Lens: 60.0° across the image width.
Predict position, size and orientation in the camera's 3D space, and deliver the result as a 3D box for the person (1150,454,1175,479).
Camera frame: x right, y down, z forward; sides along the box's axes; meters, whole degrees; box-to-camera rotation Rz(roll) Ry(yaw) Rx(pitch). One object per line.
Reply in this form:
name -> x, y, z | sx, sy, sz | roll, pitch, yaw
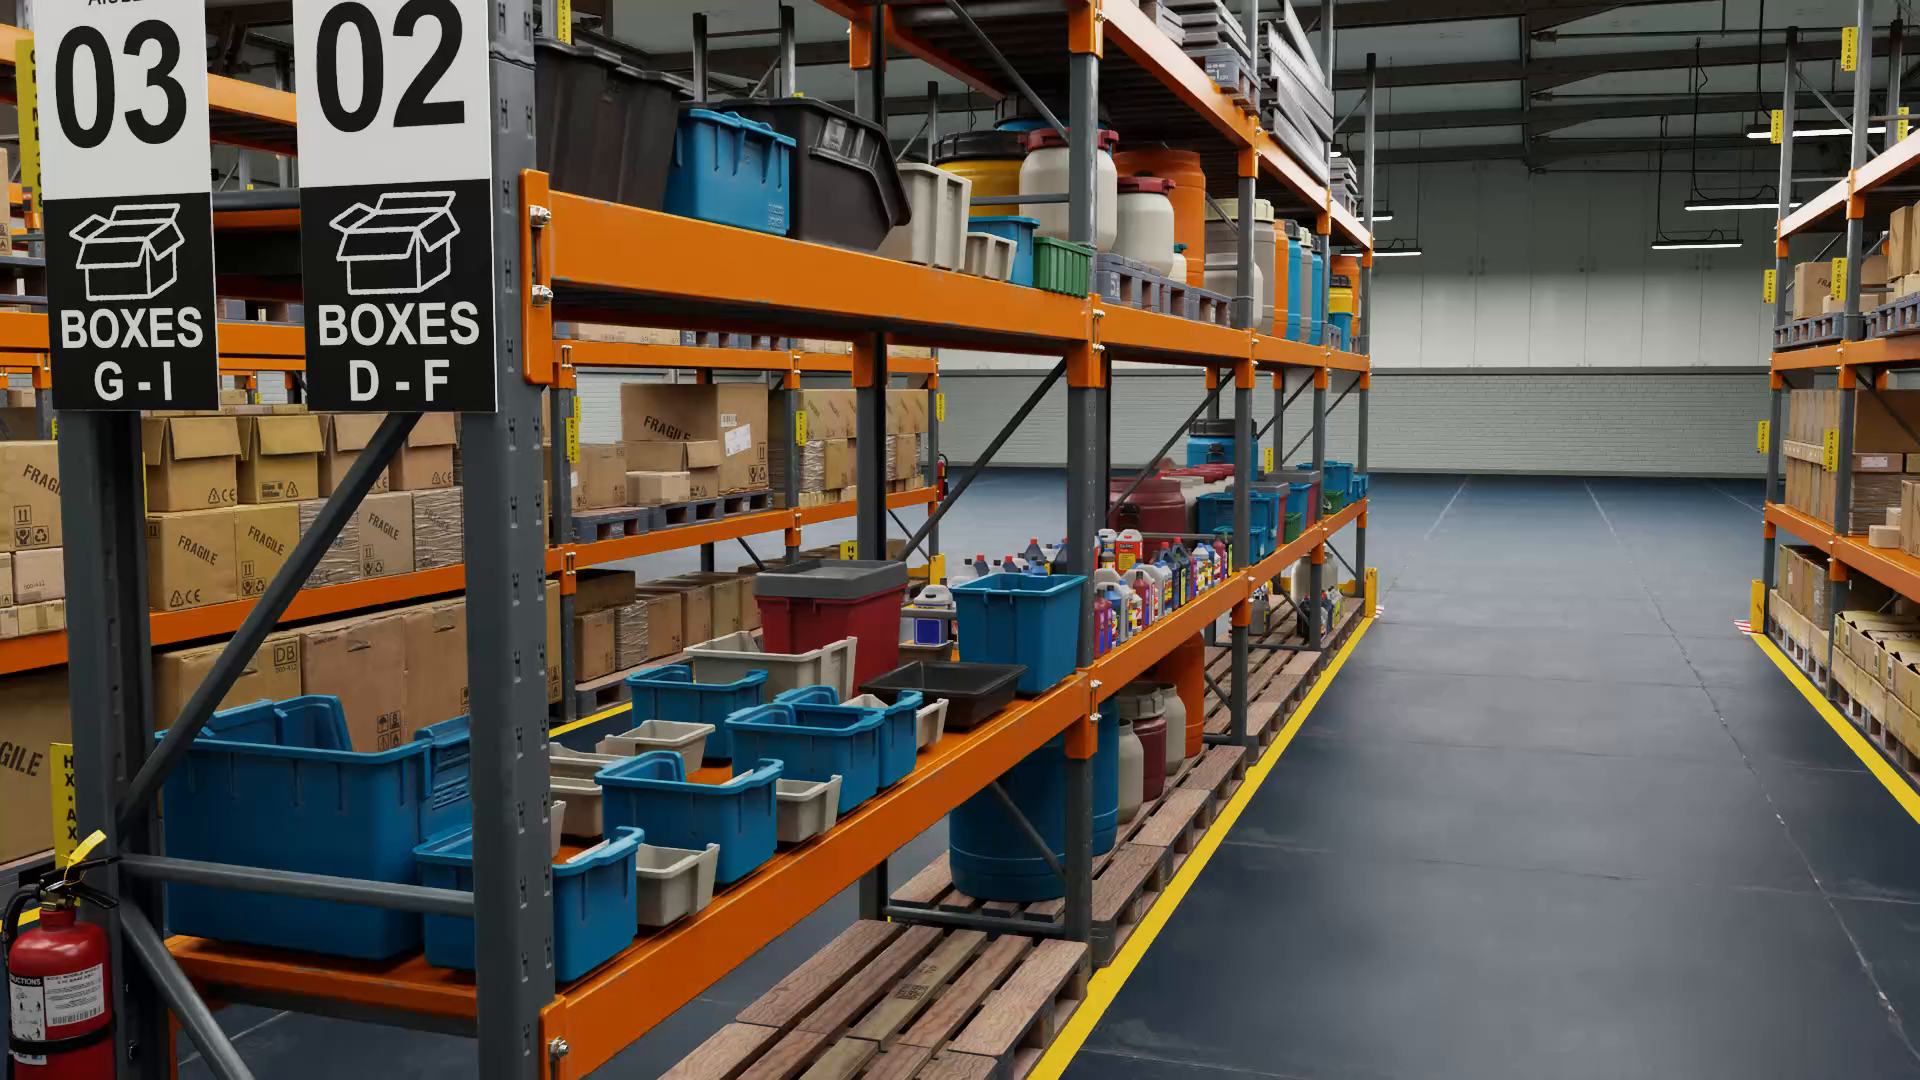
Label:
person -> 2.322, -0.126, 18.826 | 0.862, 1.688, 0.529 | -4, 6, -36
